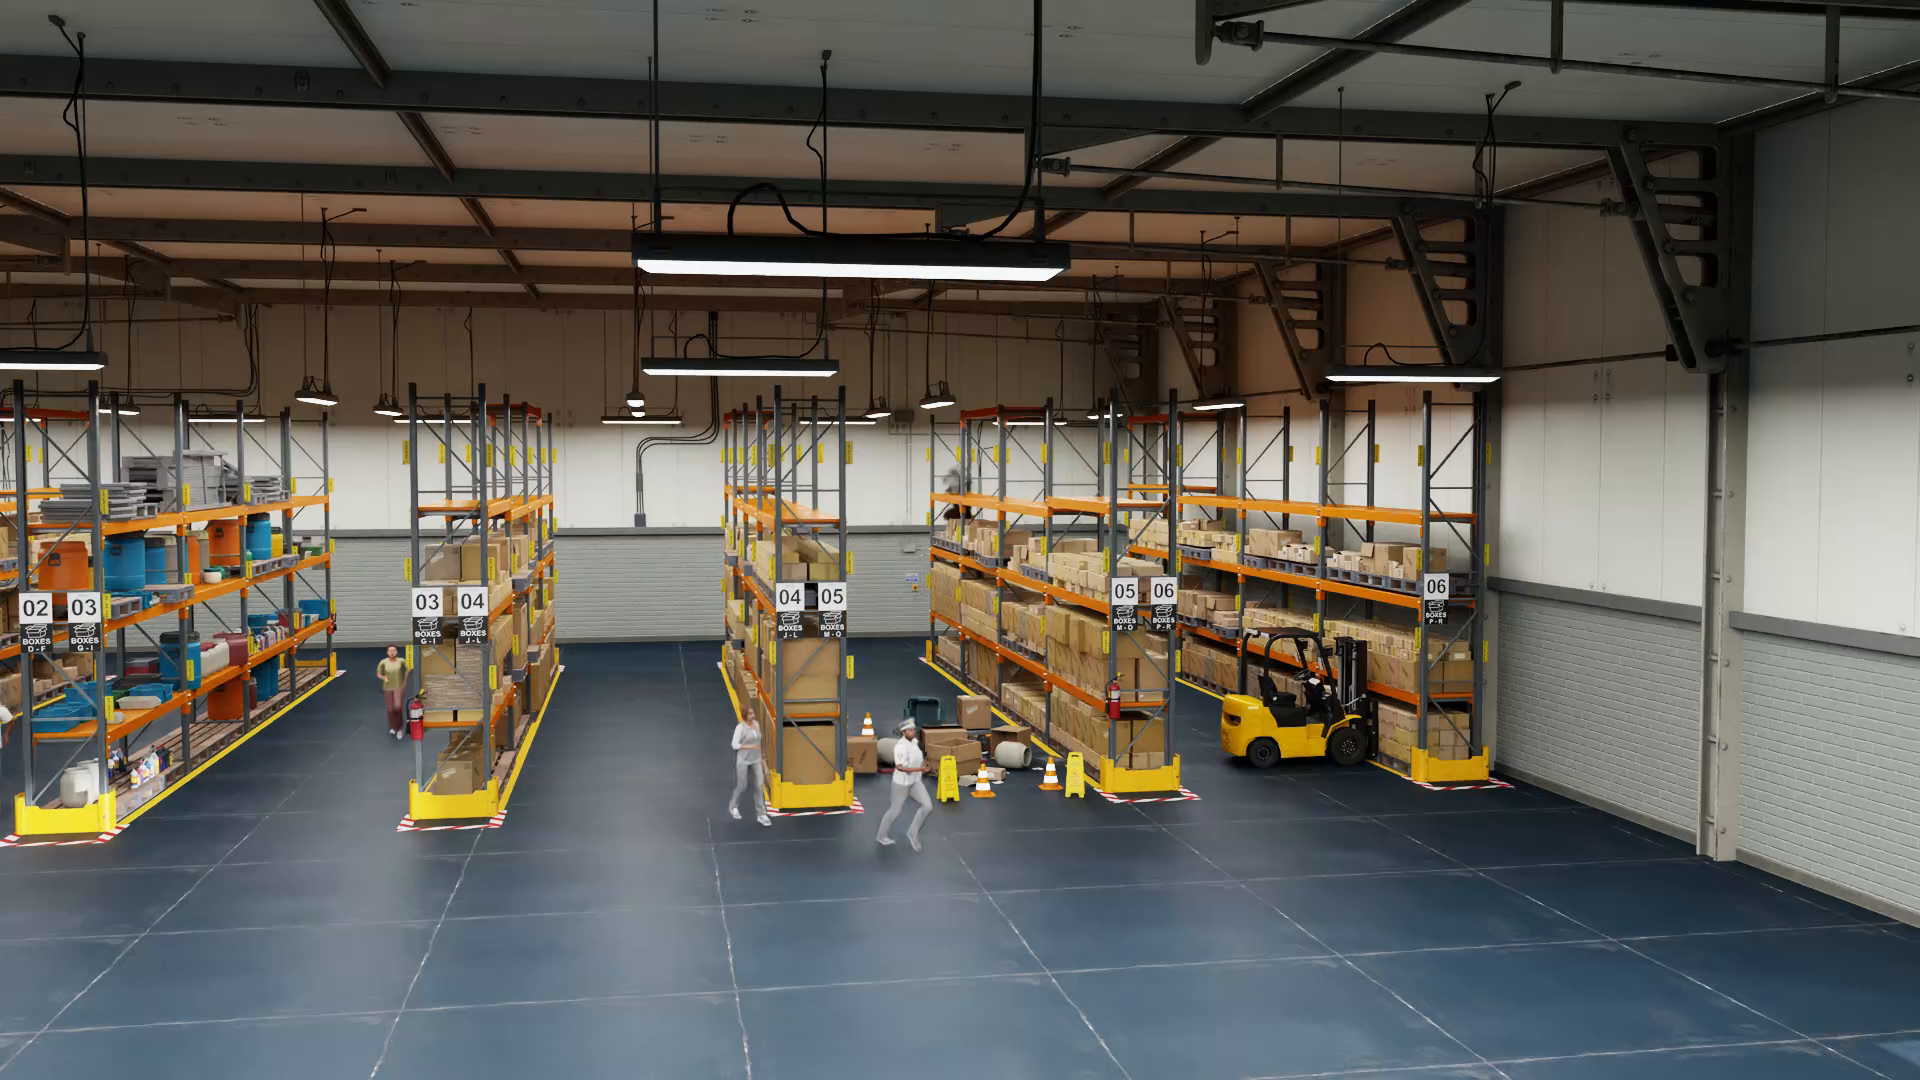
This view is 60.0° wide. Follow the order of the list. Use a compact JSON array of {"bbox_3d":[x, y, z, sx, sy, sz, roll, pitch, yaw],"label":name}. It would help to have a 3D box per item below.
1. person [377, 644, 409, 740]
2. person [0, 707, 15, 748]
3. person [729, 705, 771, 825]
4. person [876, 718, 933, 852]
[{"bbox_3d":[-10.056,2.685,29.487,0.531,1.700,0.726,-1,3,-12],"label":"person"},{"bbox_3d":[-13.540,2.912,23.076,0.703,1.739,1.007,-1,3,-24],"label":"person"},{"bbox_3d":[-2.866,3.028,22.553,0.545,1.594,0.815,-3,4,-41],"label":"person"},{"bbox_3d":[-0.659,3.088,21.074,0.851,1.705,0.582,2,4,40],"label":"person"}]
